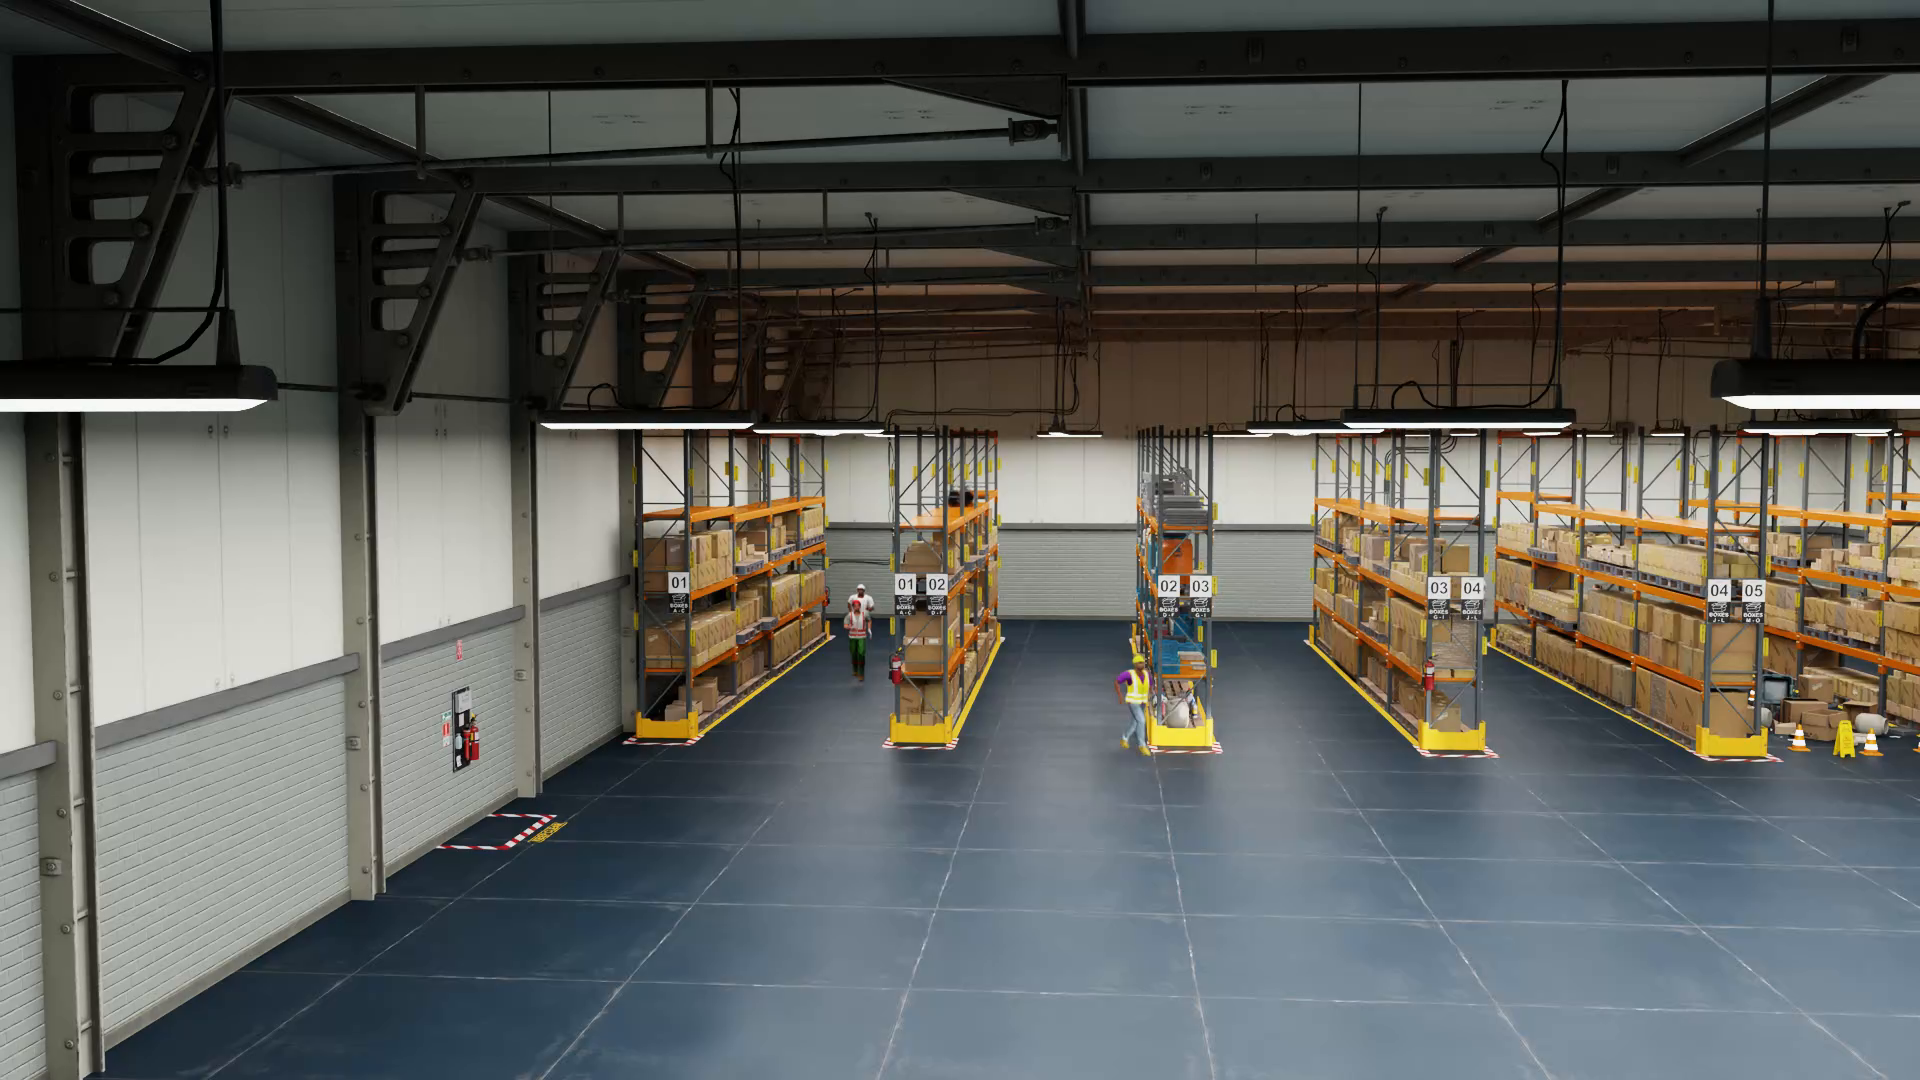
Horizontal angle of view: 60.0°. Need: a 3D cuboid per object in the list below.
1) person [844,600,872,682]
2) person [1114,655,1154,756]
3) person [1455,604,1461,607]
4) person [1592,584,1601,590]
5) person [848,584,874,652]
[{"bbox_3d":[-2.345,2.300,38.099,0.640,1.867,0.741,0,3,0],"label":"person"},{"bbox_3d":[3.270,2.998,30.482,0.670,1.770,0.886,-3,4,-37],"label":"person"},{"bbox_3d":[14.322,2.005,47.092,0.912,1.785,0.727,-2,4,-26],"label":"person"},{"bbox_3d":[18.150,2.061,47.345,0.666,1.629,0.578,1,3,11],"label":"person"},{"bbox_3d":[-2.521,2.037,42.373,0.681,1.838,0.819,0,3,-4],"label":"person"}]
